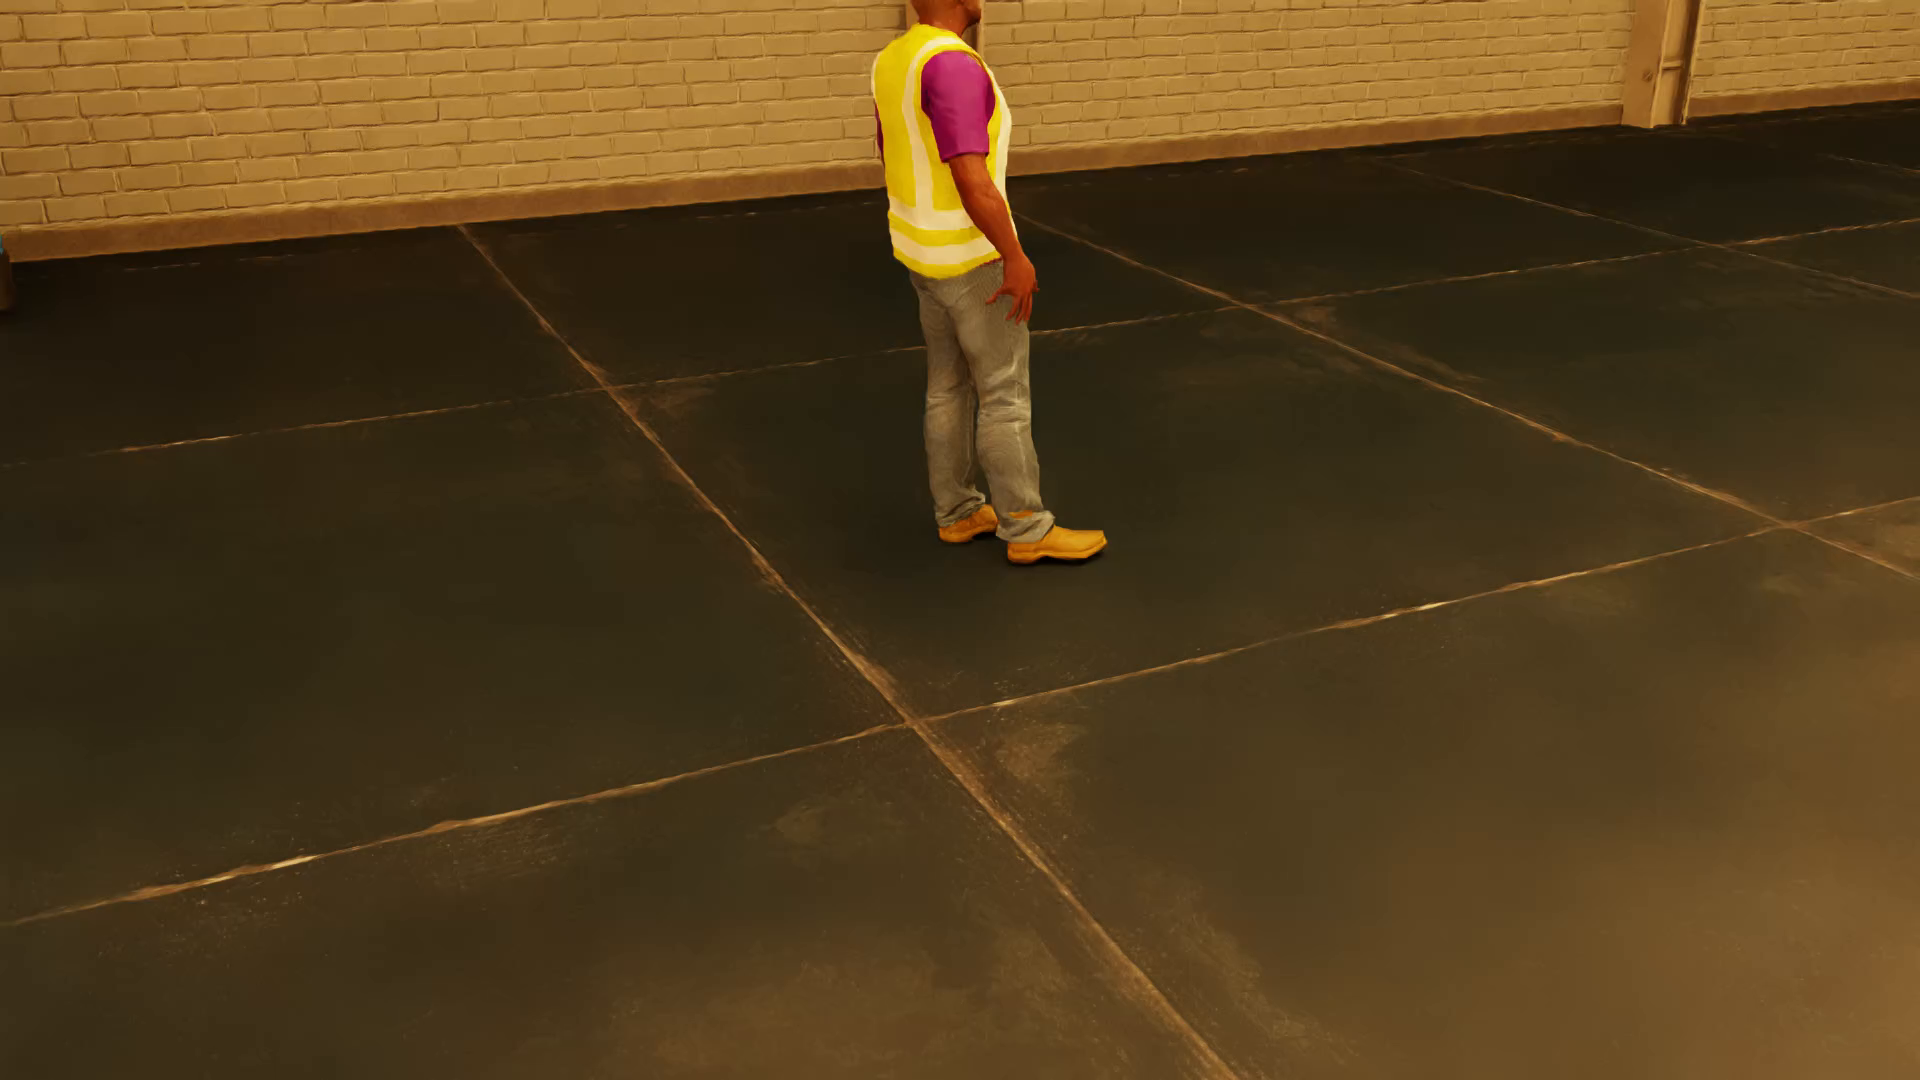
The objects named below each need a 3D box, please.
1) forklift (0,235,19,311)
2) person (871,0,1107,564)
[{"bbox_3d":[-5.608,-2.057,6.238,1.130,2.935,3.031,21,30,41],"label":"forklift"},{"bbox_3d":[0.065,-0.831,4.788,0.576,1.766,0.665,-10,25,-23],"label":"person"}]
